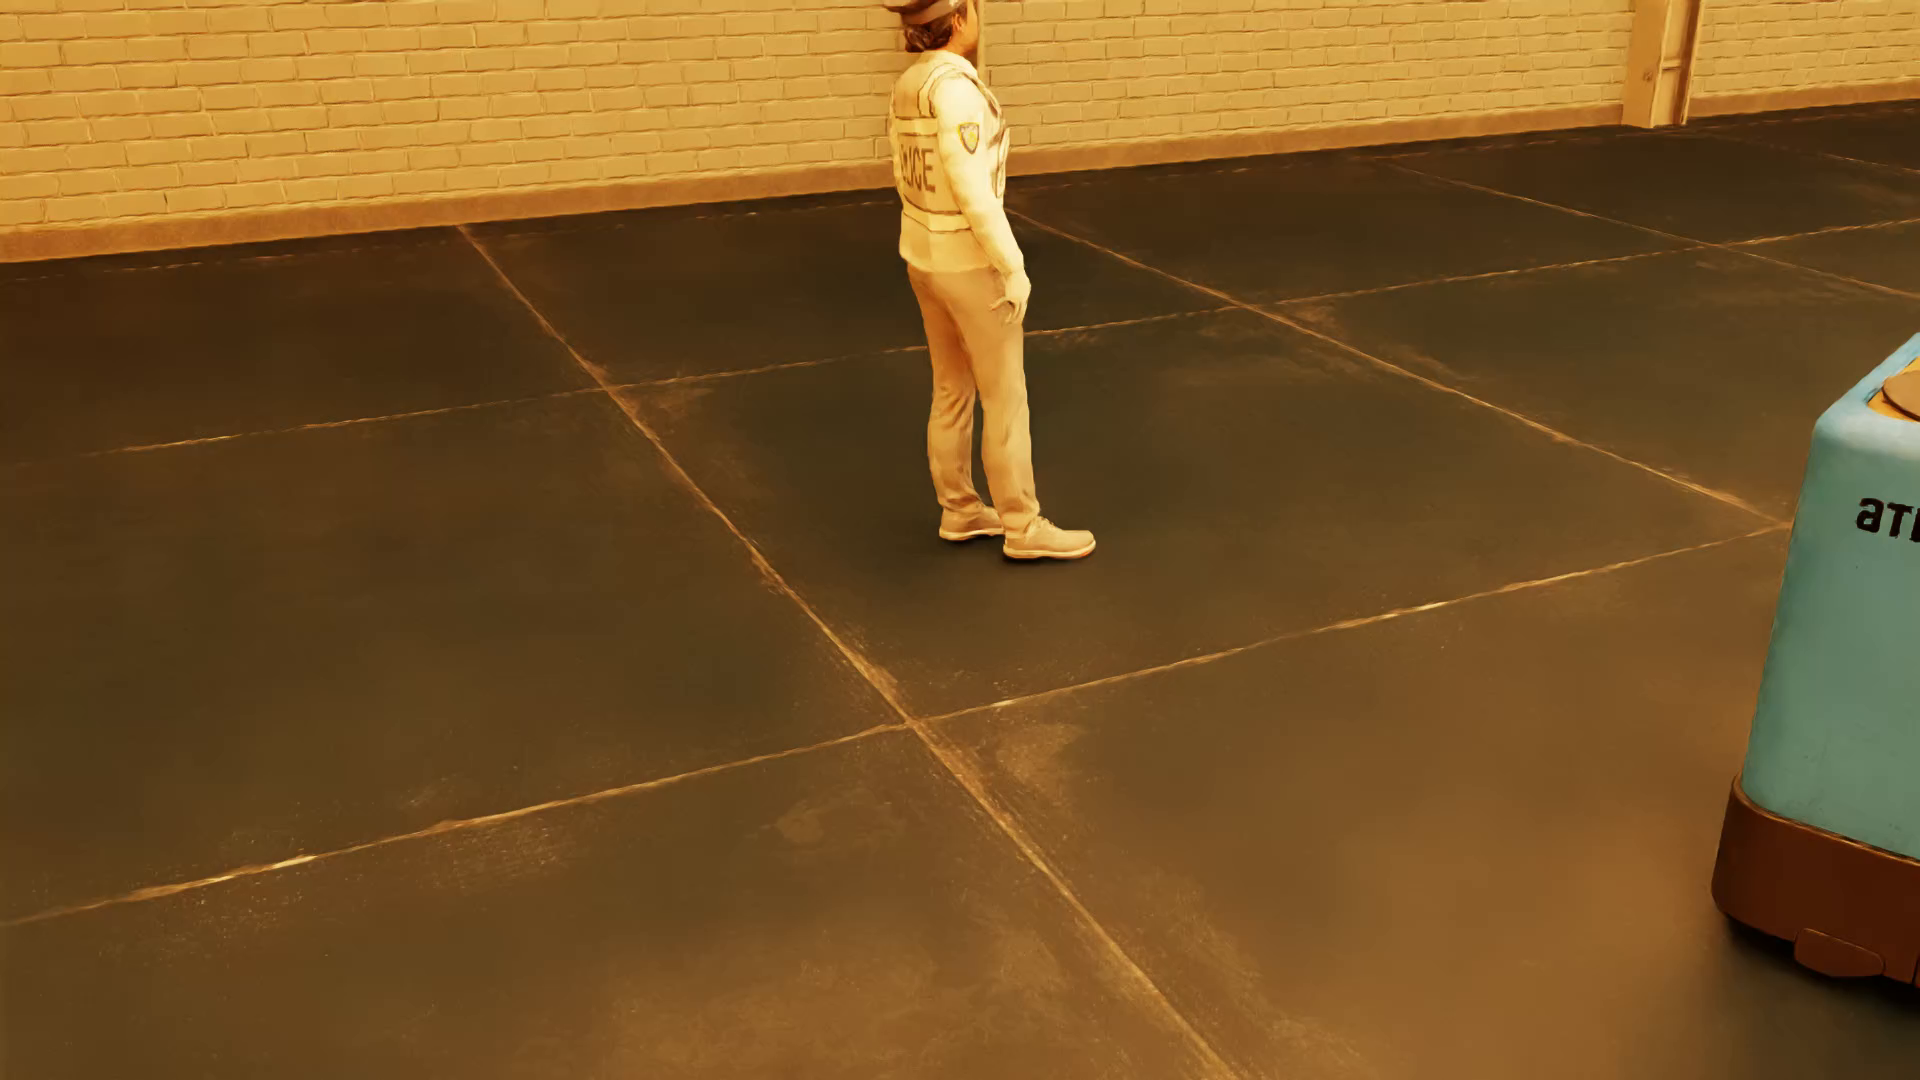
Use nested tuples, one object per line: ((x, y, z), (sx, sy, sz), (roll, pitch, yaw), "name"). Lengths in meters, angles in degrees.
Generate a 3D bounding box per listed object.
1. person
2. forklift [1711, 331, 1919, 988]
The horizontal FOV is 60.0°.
((0.064, -0.798, 4.799), (0.532, 1.695, 0.586), (-10, 25, -23), "person")
((2.916, -0.357, 2.145), (3.031, 2.935, 1.130), (18, 29, 37), "forklift")
